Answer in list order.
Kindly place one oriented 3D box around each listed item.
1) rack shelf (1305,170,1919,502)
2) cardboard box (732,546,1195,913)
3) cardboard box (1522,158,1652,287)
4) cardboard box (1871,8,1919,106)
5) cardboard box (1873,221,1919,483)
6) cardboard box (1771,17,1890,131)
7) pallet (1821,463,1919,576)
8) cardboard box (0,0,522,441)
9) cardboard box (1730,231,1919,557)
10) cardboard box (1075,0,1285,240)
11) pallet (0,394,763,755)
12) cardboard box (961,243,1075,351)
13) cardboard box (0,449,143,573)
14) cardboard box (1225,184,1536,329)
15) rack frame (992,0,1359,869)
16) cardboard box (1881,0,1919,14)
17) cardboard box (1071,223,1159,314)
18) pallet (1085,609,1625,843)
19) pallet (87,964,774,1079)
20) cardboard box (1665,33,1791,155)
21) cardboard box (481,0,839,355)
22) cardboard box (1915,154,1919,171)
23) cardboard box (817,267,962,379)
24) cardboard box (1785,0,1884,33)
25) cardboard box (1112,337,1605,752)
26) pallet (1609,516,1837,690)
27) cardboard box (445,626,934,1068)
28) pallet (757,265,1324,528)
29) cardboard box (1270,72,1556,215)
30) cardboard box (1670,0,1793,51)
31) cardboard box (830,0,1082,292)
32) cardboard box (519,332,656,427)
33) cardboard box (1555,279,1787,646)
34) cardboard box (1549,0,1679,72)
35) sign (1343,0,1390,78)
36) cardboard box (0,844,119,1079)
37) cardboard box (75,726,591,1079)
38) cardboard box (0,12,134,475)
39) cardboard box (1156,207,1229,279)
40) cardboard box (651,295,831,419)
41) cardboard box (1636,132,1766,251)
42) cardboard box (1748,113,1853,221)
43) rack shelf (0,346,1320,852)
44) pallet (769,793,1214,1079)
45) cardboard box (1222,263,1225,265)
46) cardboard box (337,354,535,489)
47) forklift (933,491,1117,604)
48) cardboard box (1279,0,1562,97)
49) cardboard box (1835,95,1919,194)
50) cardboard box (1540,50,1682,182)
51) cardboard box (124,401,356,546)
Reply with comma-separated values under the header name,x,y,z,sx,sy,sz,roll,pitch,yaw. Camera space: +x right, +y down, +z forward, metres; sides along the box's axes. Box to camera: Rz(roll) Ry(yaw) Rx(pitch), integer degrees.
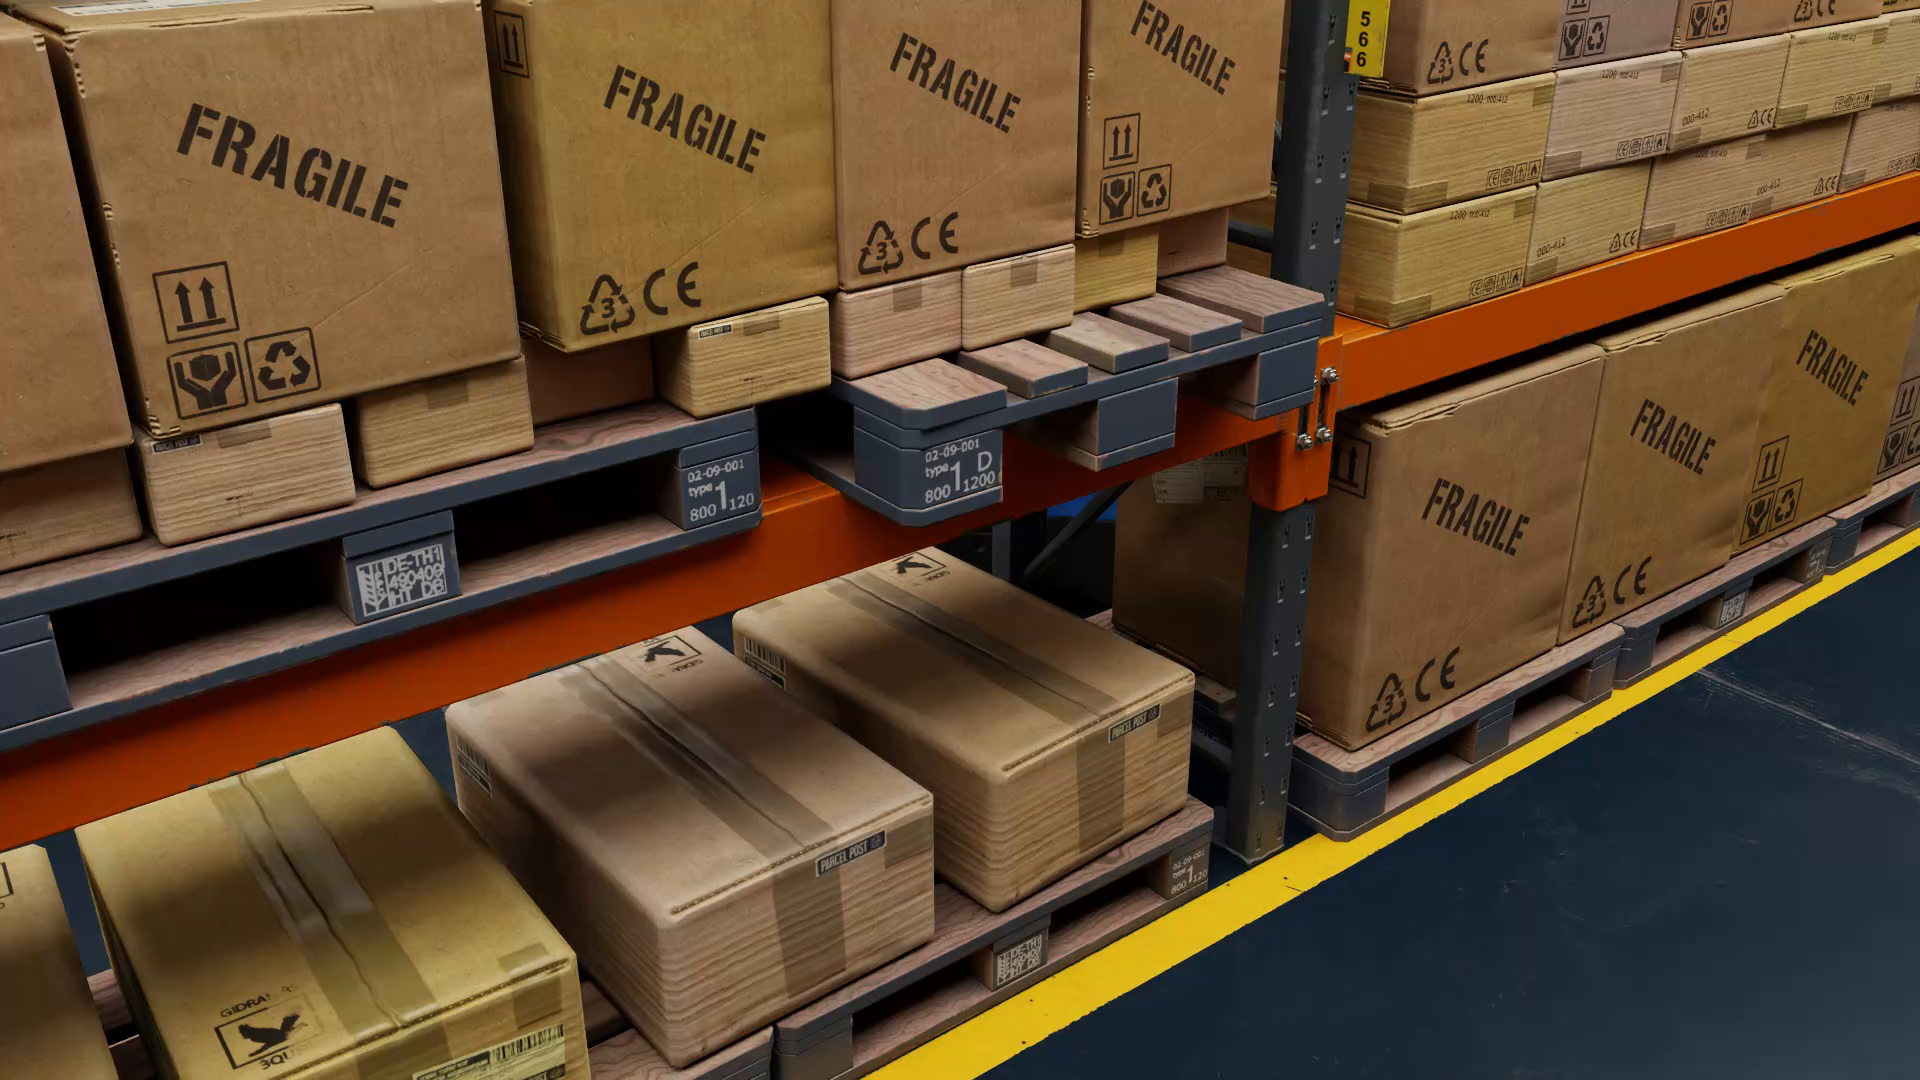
name,x,y,z,sx,sy,sz,roll,pitch,yaw
rack shelf,2.016,-0.938,5.063,4.000,0.370,1.077,-18,31,-34
cardboard box,-0.009,0.400,3.948,0.625,0.372,0.950,-21,32,-37
cardboard box,1.375,-0.860,4.218,0.500,0.250,0.500,-19,31,-35
cardboard box,2.600,-1.479,4.958,0.500,0.250,0.500,-17,30,-33
cardboard box,3.151,-0.823,5.986,0.875,0.875,0.875,-17,30,-32
cardboard box,2.207,-1.340,4.659,0.500,0.250,0.500,-18,30,-33
pallet,3.029,-0.294,6.132,1.213,0.211,1.003,-18,31,-34
cardboard box,-0.971,-0.495,2.282,0.500,0.500,0.500,-20,31,-36
cardboard box,2.445,-0.586,5.475,0.875,0.875,0.875,-17,30,-33
cardboard box,0.256,-0.906,3.167,0.500,0.500,0.500,-19,31,-35
pallet,-1.091,-0.130,2.695,1.213,0.211,1.003,-18,31,-34
cardboard box,-0.008,-0.485,3.031,0.250,0.149,0.380,-19,31,-34
cardboard box,-1.274,-0.099,2.200,0.250,0.149,0.380,-18,30,-34
cardboard box,0.982,-0.721,3.918,0.500,0.250,0.500,-19,31,-35
rack frame,0.442,-0.745,3.792,0.127,3.000,1.000,-18,31,-34
cardboard box,2.579,-1.822,4.806,0.500,0.500,0.500,-17,30,-33
cardboard box,0.163,-0.565,3.204,0.250,0.149,0.380,-18,30,-33
pallet,1.109,0.340,4.767,1.213,0.211,1.003,-18,31,-34
pallet,-1.133,1.037,3.264,1.213,0.211,1.003,-18,31,-34
cardboard box,1.800,-1.213,4.385,0.500,0.250,0.500,-18,31,-34
cardboard box,-0.541,-0.636,2.587,0.500,0.500,0.500,-21,32,-37
cardboard box,2.990,-1.384,5.347,0.500,0.250,0.500,-19,31,-35
cardboard box,-0.211,-0.422,2.895,0.250,0.149,0.380,-20,32,-36
cardboard box,2.181,-1.682,4.505,0.500,0.500,0.500,-18,30,-33
cardboard box,1.037,-0.124,4.478,0.875,0.875,0.875,-19,31,-34
pallet,2.068,0.025,5.446,1.213,0.211,1.003,-18,31,-34
cardboard box,-0.585,0.594,3.529,0.625,0.372,0.950,-19,31,-35
pallet,-0.053,-0.438,3.358,1.003,0.211,1.213,-18,31,-34
cardboard box,0.993,-0.954,3.826,0.500,0.250,0.500,-19,31,-34
cardboard box,1.782,-1.552,4.225,0.500,0.500,0.500,-17,30,-33
cardboard box,-0.144,-0.768,2.870,0.500,0.500,0.500,-19,31,-35
cardboard box,-0.694,-0.322,2.681,0.250,0.149,0.380,-18,30,-34
cardboard box,1.741,-0.354,4.975,0.875,0.875,0.875,-18,30,-33
cardboard box,1.365,-1.423,3.947,0.500,0.500,0.500,-18,30,-34
sign,0.784,-1.057,3.183,0.005,0.325,0.100,-18,31,-34
cardboard box,-1.731,0.971,2.718,0.625,0.372,0.950,-16,29,-31
cardboard box,-1.185,0.789,3.109,0.625,0.372,0.950,-17,30,-32
cardboard box,-1.369,-0.358,1.987,0.500,0.500,0.500,-18,31,-34
cardboard box,0.329,-0.658,3.405,0.250,0.149,0.380,-17,30,-32
cardboard box,-0.419,-0.346,2.731,0.250,0.149,0.380,-18,30,-33
cardboard box,1.792,-0.994,4.508,0.500,0.250,0.500,-17,30,-32
cardboard box,2.178,-1.124,4.786,0.500,0.250,0.500,-18,31,-34
rack shelf,-1.132,0.101,2.824,4.000,0.370,1.077,-18,31,-34
pallet,-0.174,0.722,3.943,1.213,0.211,1.003,-18,31,-34
cardboard box,0.679,-0.894,4.292,0.500,0.250,0.500,-20,31,-36
cardboard box,-0.841,-0.230,2.481,0.250,0.149,0.380,-19,31,-36
forklift,-0.693,-1.422,5.332,3.031,2.935,1.130,5,25,10
cardboard box,0.981,-1.291,3.662,0.500,0.500,0.500,-19,31,-36
cardboard box,2.582,-1.259,5.079,0.500,0.250,0.500,-19,31,-35
cardboard box,1.400,-1.088,4.114,0.500,0.250,0.500,-17,30,-33
cardboard box,-1.033,-0.151,2.311,0.250,0.149,0.380,-17,30,-32
